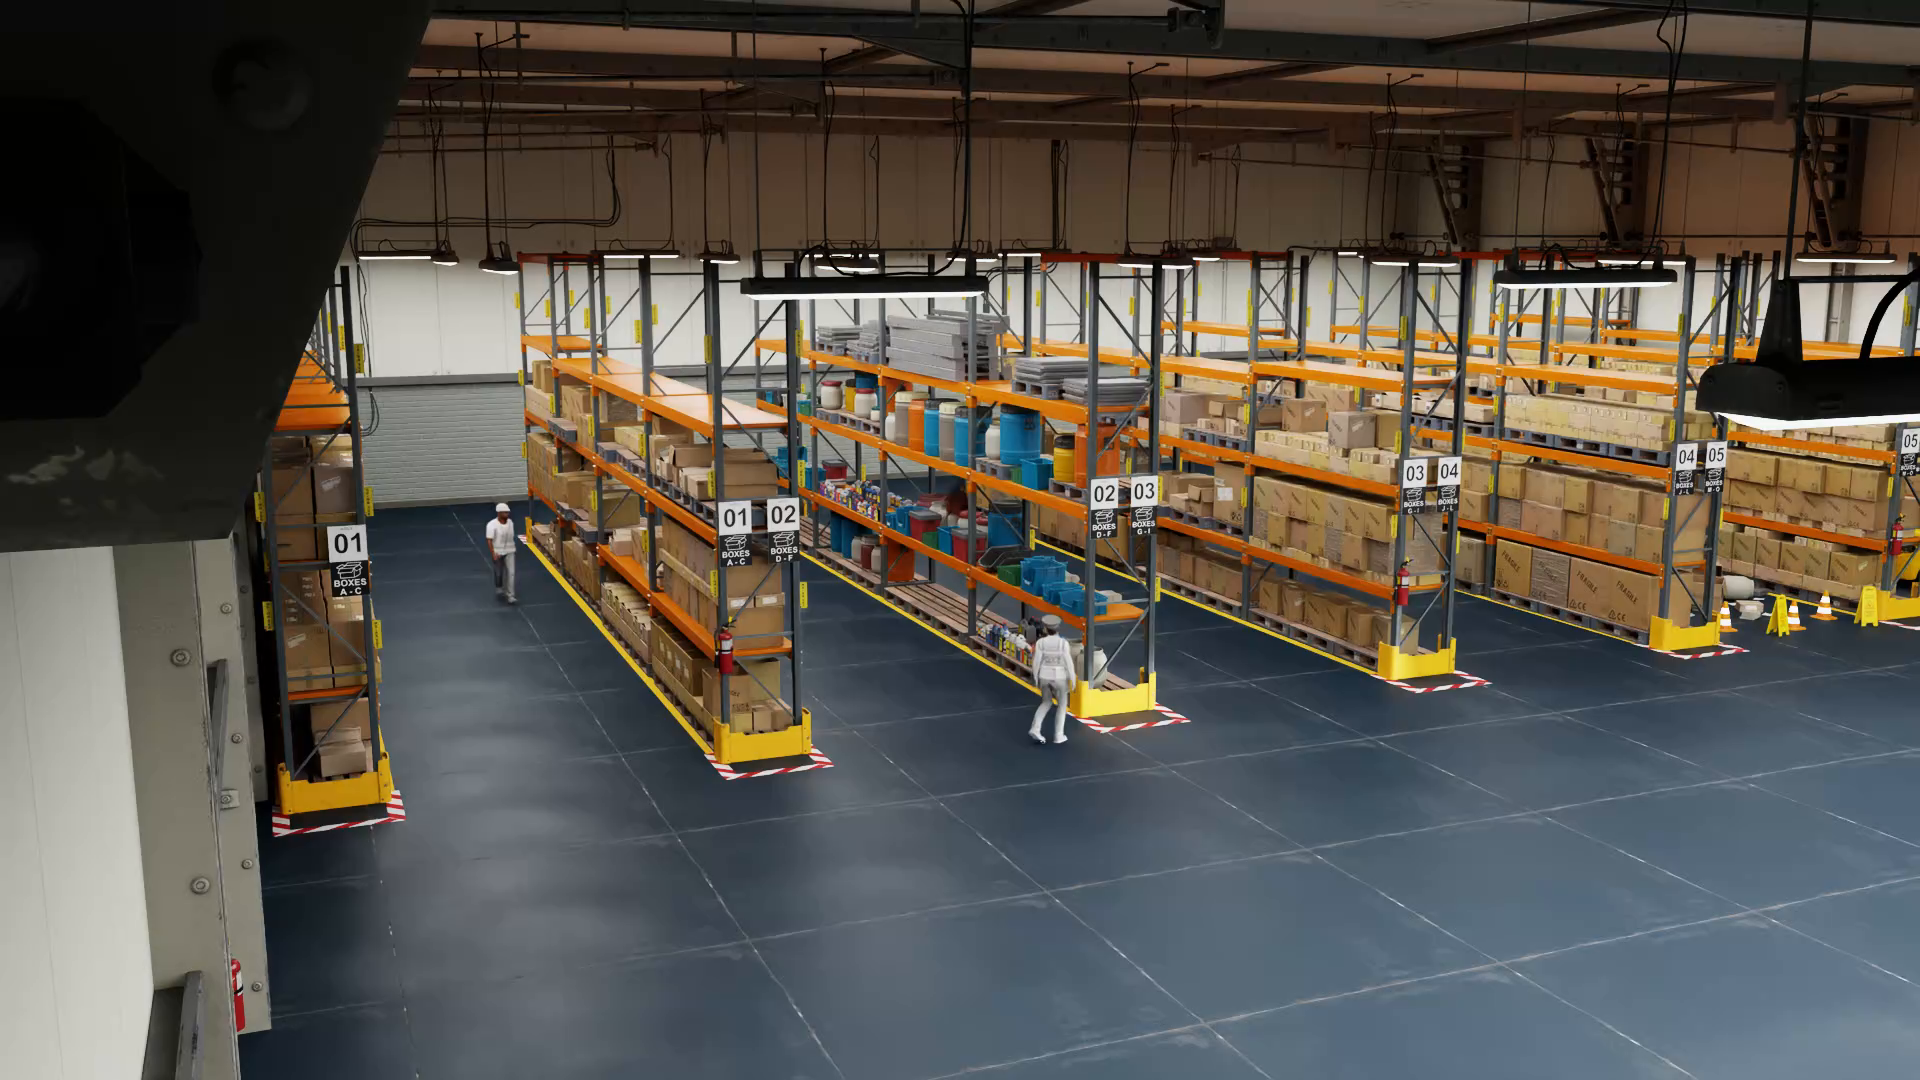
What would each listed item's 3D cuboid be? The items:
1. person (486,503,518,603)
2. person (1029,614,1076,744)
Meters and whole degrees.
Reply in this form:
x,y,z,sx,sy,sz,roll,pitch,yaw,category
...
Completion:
x,y,z,sx,sy,sz,roll,pitch,yaw,category
-8.012,0.222,29.065,0.507,1.730,1.022,-3,11,-18,person
1.191,1.754,20.897,0.519,1.656,0.462,6,12,29,person
